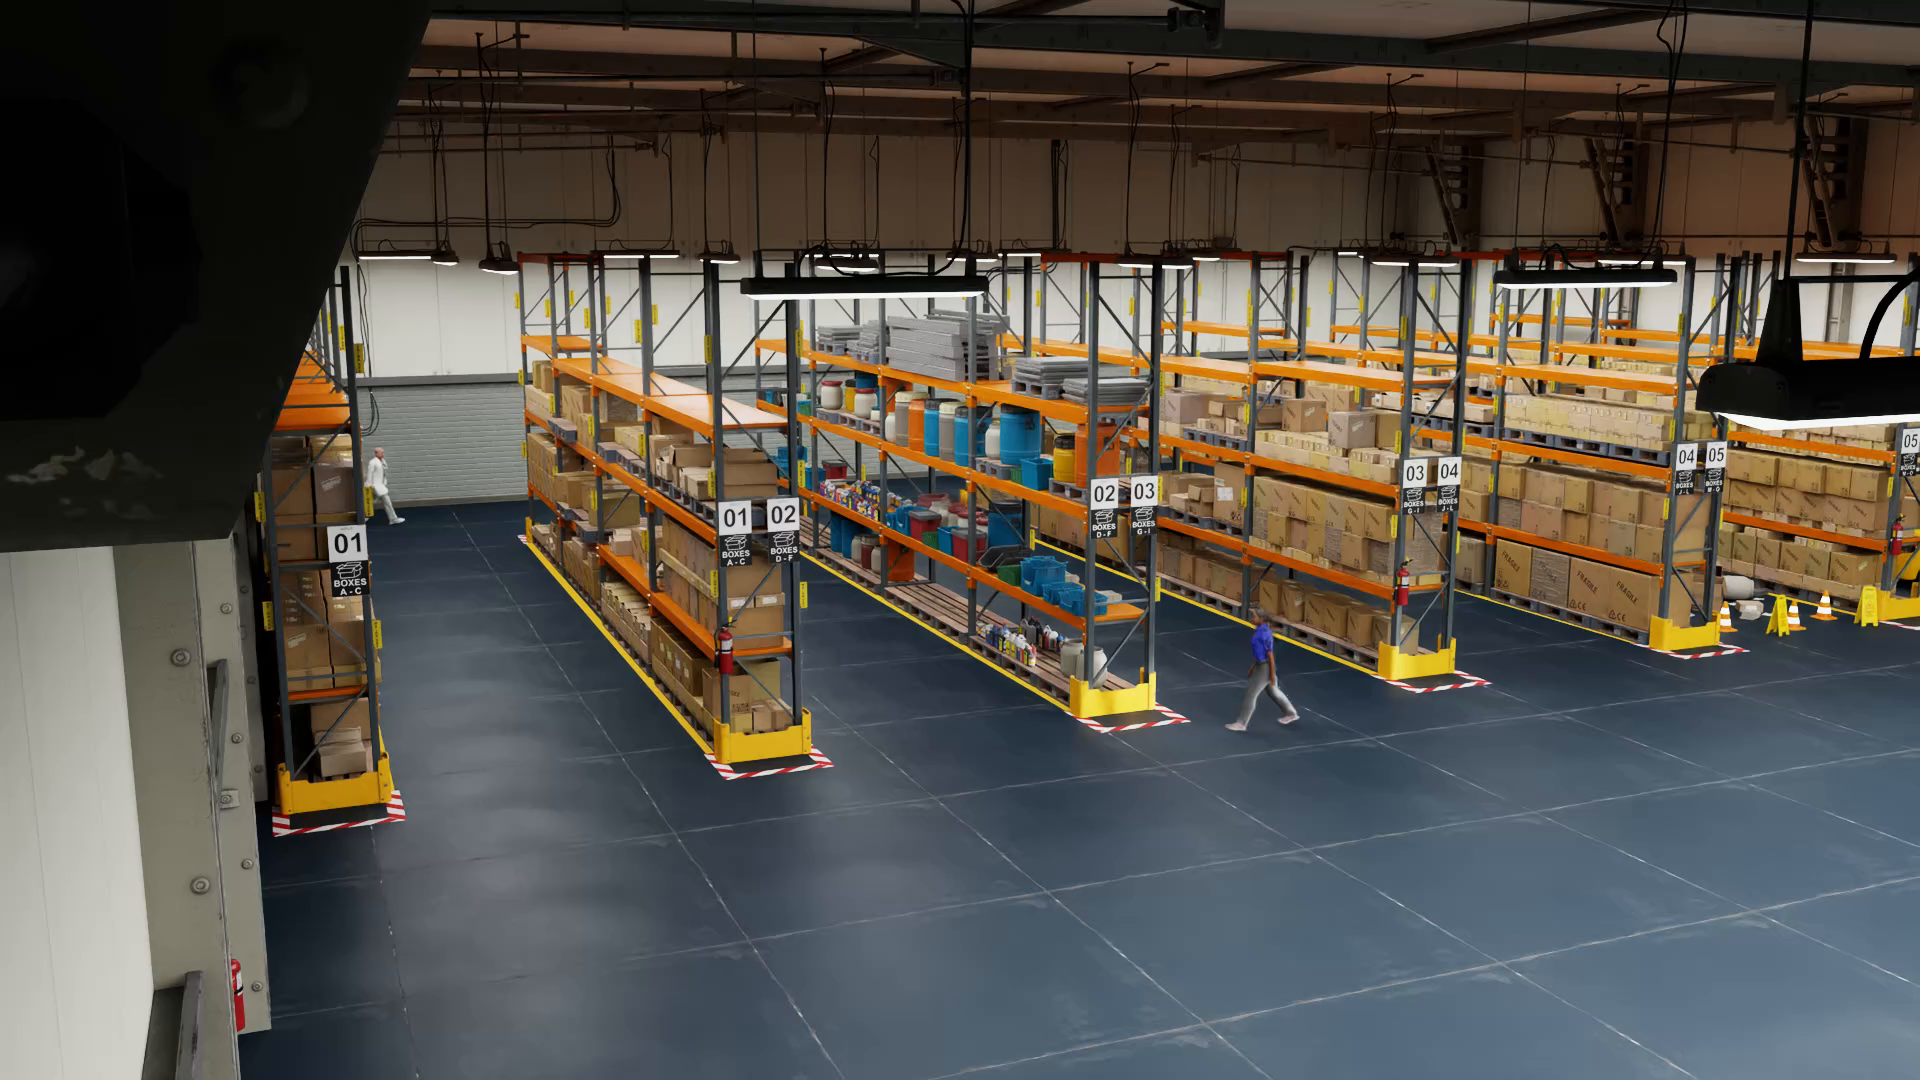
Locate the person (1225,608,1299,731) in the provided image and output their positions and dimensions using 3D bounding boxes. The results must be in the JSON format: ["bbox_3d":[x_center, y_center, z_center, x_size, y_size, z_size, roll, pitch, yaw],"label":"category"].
[{"bbox_3d":[3.923,1.659,21.464,1.041,1.599,0.461,-1,10,-8],"label":"person"}]

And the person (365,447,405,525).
[{"bbox_3d":[-12.934,-1.208,36.883,1.206,1.717,0.564,-1,10,-5],"label":"person"}]
